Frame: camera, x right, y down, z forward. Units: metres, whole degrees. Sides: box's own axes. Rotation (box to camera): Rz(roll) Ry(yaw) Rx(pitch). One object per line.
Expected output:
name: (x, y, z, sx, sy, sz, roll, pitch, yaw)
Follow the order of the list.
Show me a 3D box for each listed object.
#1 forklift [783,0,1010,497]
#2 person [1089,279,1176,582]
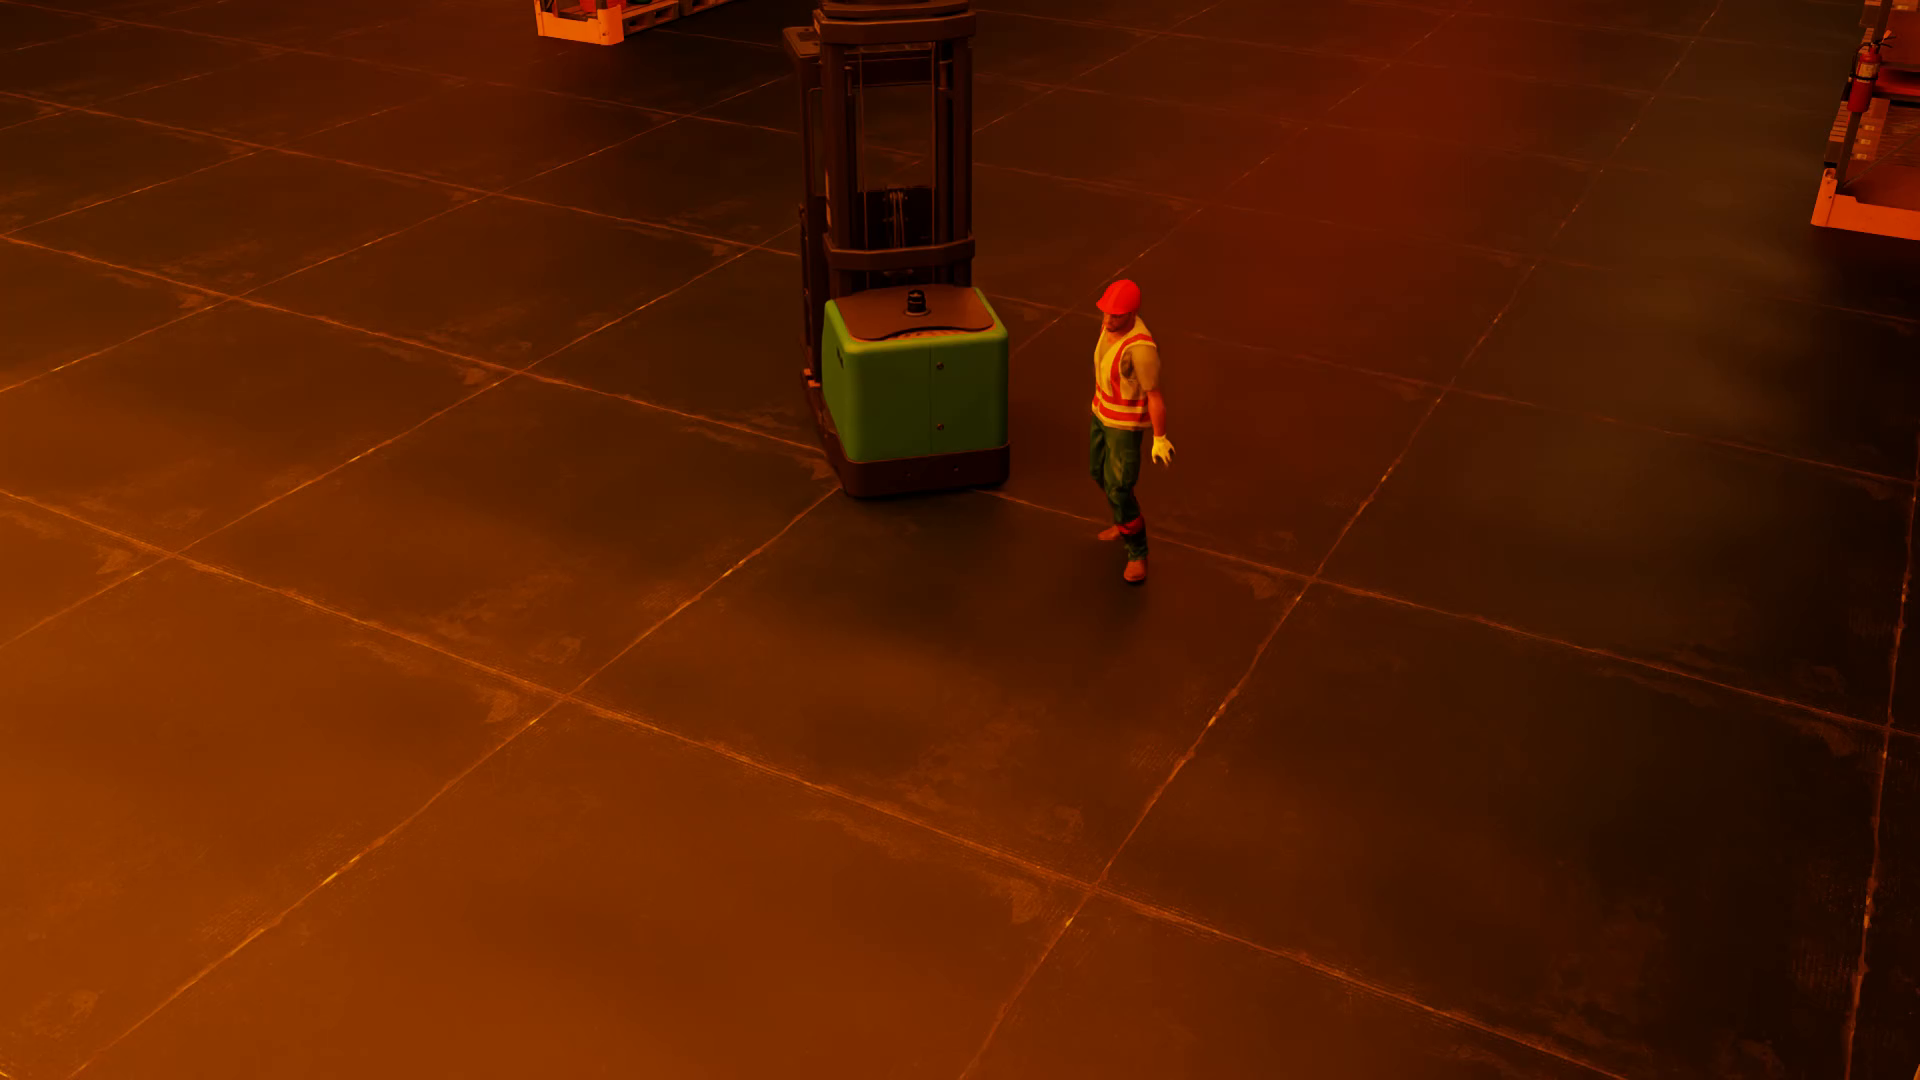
forklift: (-0.520, -2.260, 10.986, 1.130, 2.935, 3.031, -7, 31, -11)
person: (0.928, -0.696, 9.507, 0.464, 1.750, 0.887, -9, 31, -15)
